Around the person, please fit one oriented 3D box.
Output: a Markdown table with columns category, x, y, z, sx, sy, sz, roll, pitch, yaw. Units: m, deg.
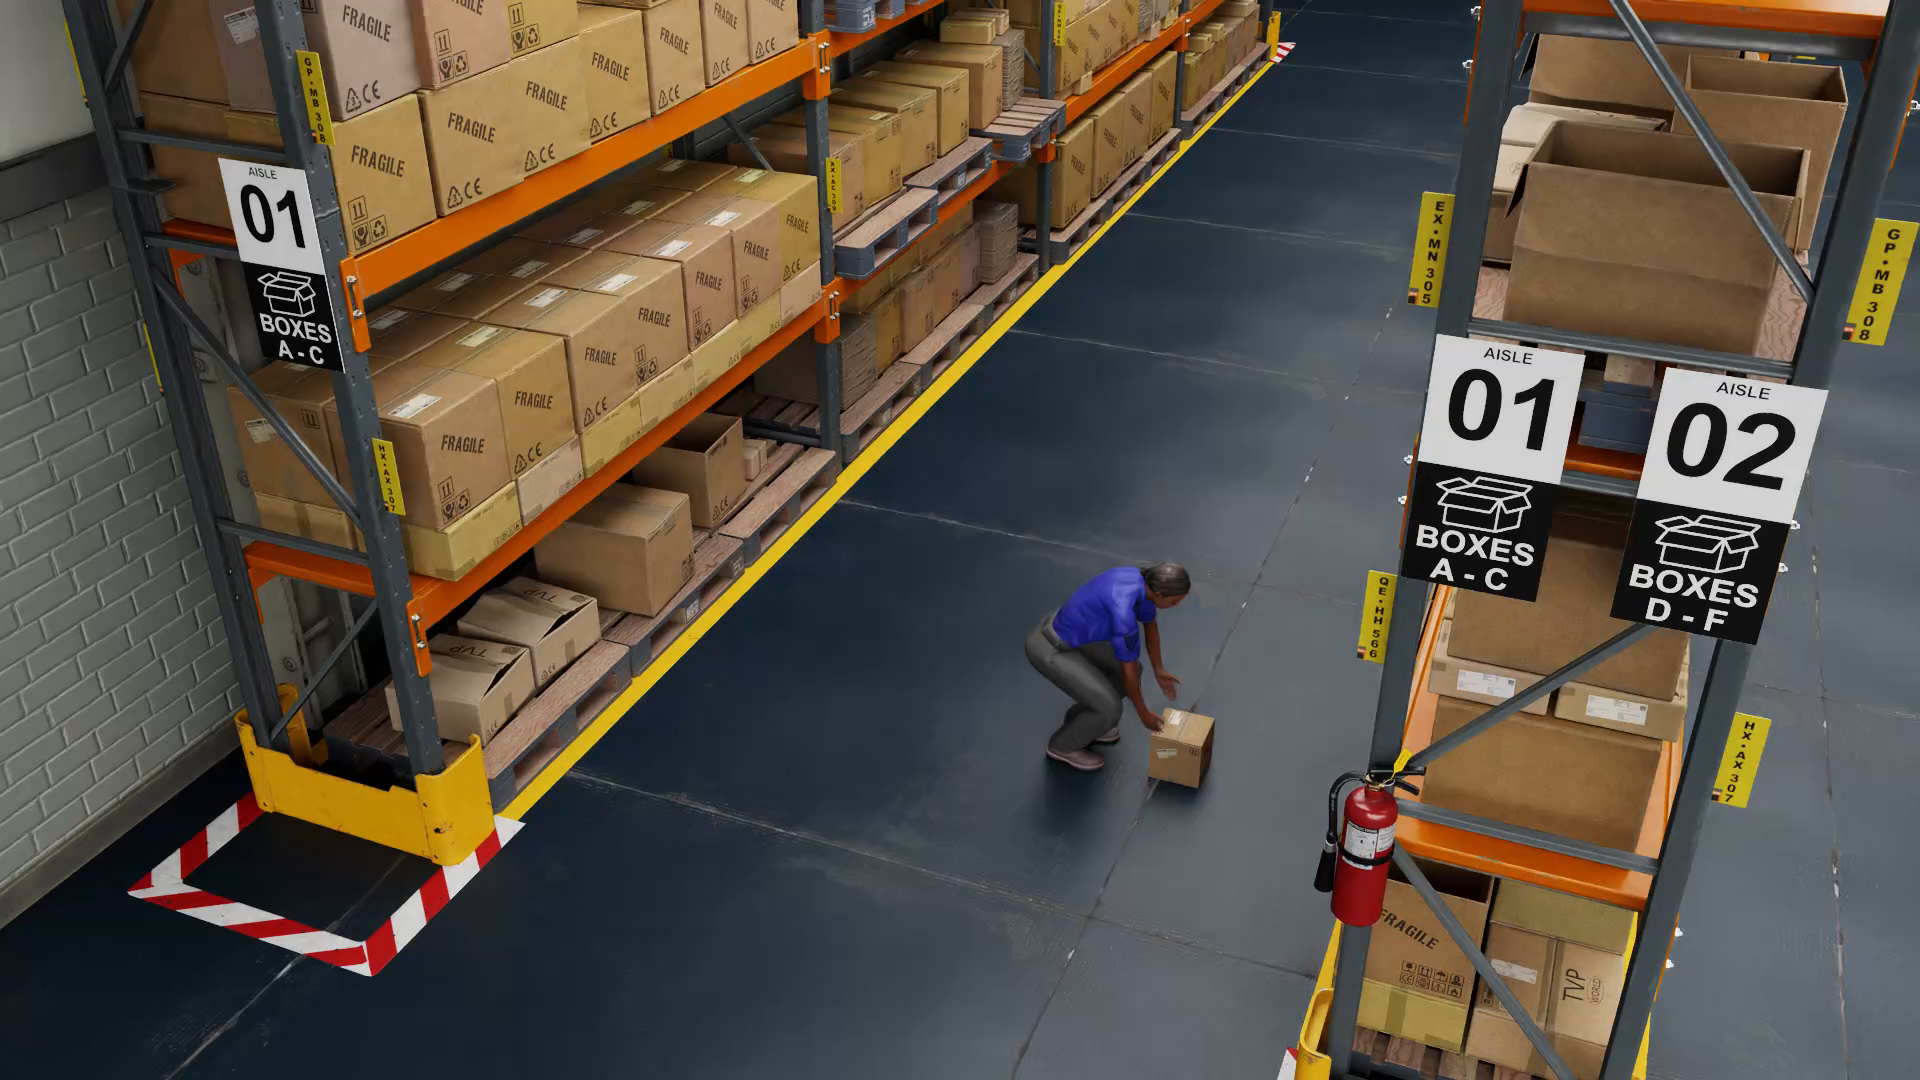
| category | x | y | z | sx | sy | sz | roll | pitch | yaw |
| --- | --- | --- | --- | --- | --- | --- | --- | --- | --- |
| person | 0.704 | 0.550 | 7.998 | 0.749 | 1.106 | 0.500 | 11 | 32 | 19 |
